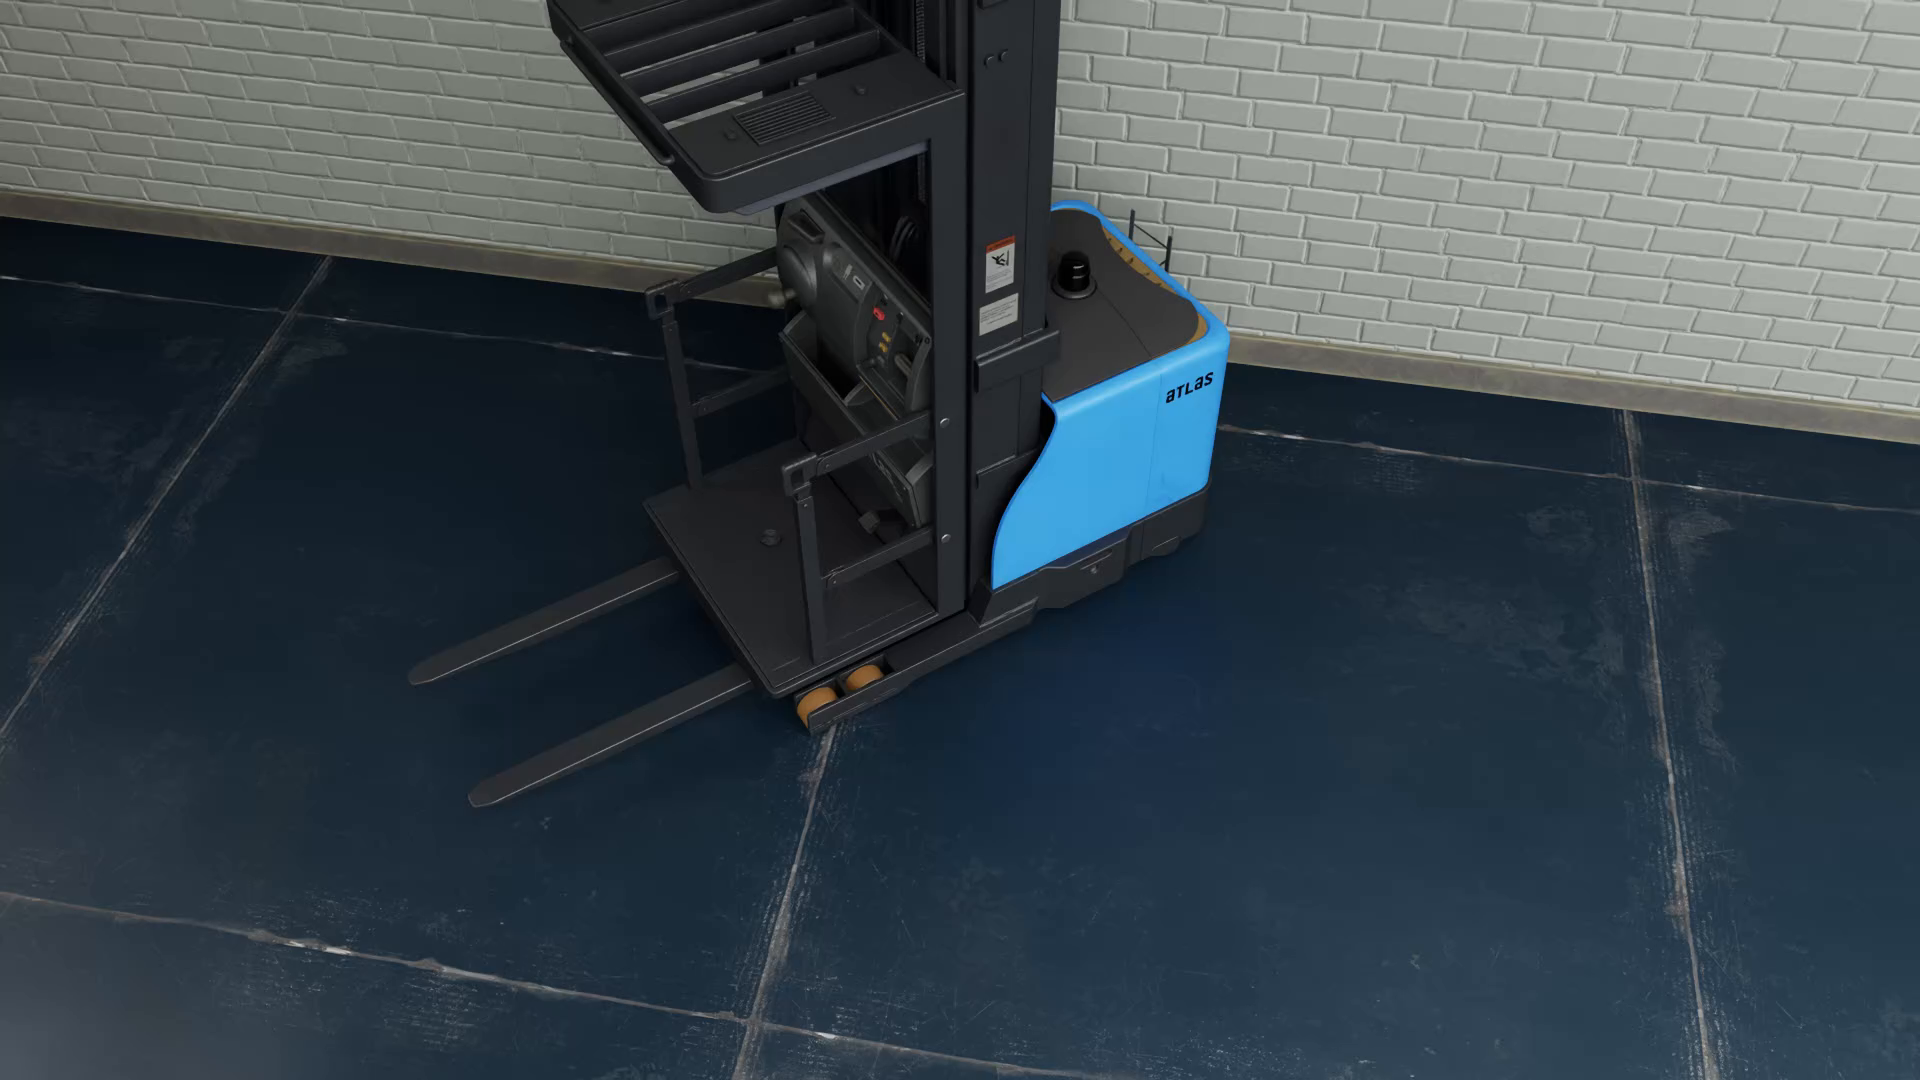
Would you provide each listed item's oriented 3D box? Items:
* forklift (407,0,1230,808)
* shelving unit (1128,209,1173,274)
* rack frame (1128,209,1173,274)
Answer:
[{"bbox_3d":[-0.533,-0.733,5.410,3.031,2.935,1.130,-25,53,-21],"label":"forklift"},{"bbox_3d":[0.687,-0.918,6.942,0.210,0.900,0.258,-31,55,-25],"label":"shelving unit"},{"bbox_3d":[0.767,-0.965,6.984,0.006,0.900,0.240,-31,55,-25],"label":"rack frame"}]
